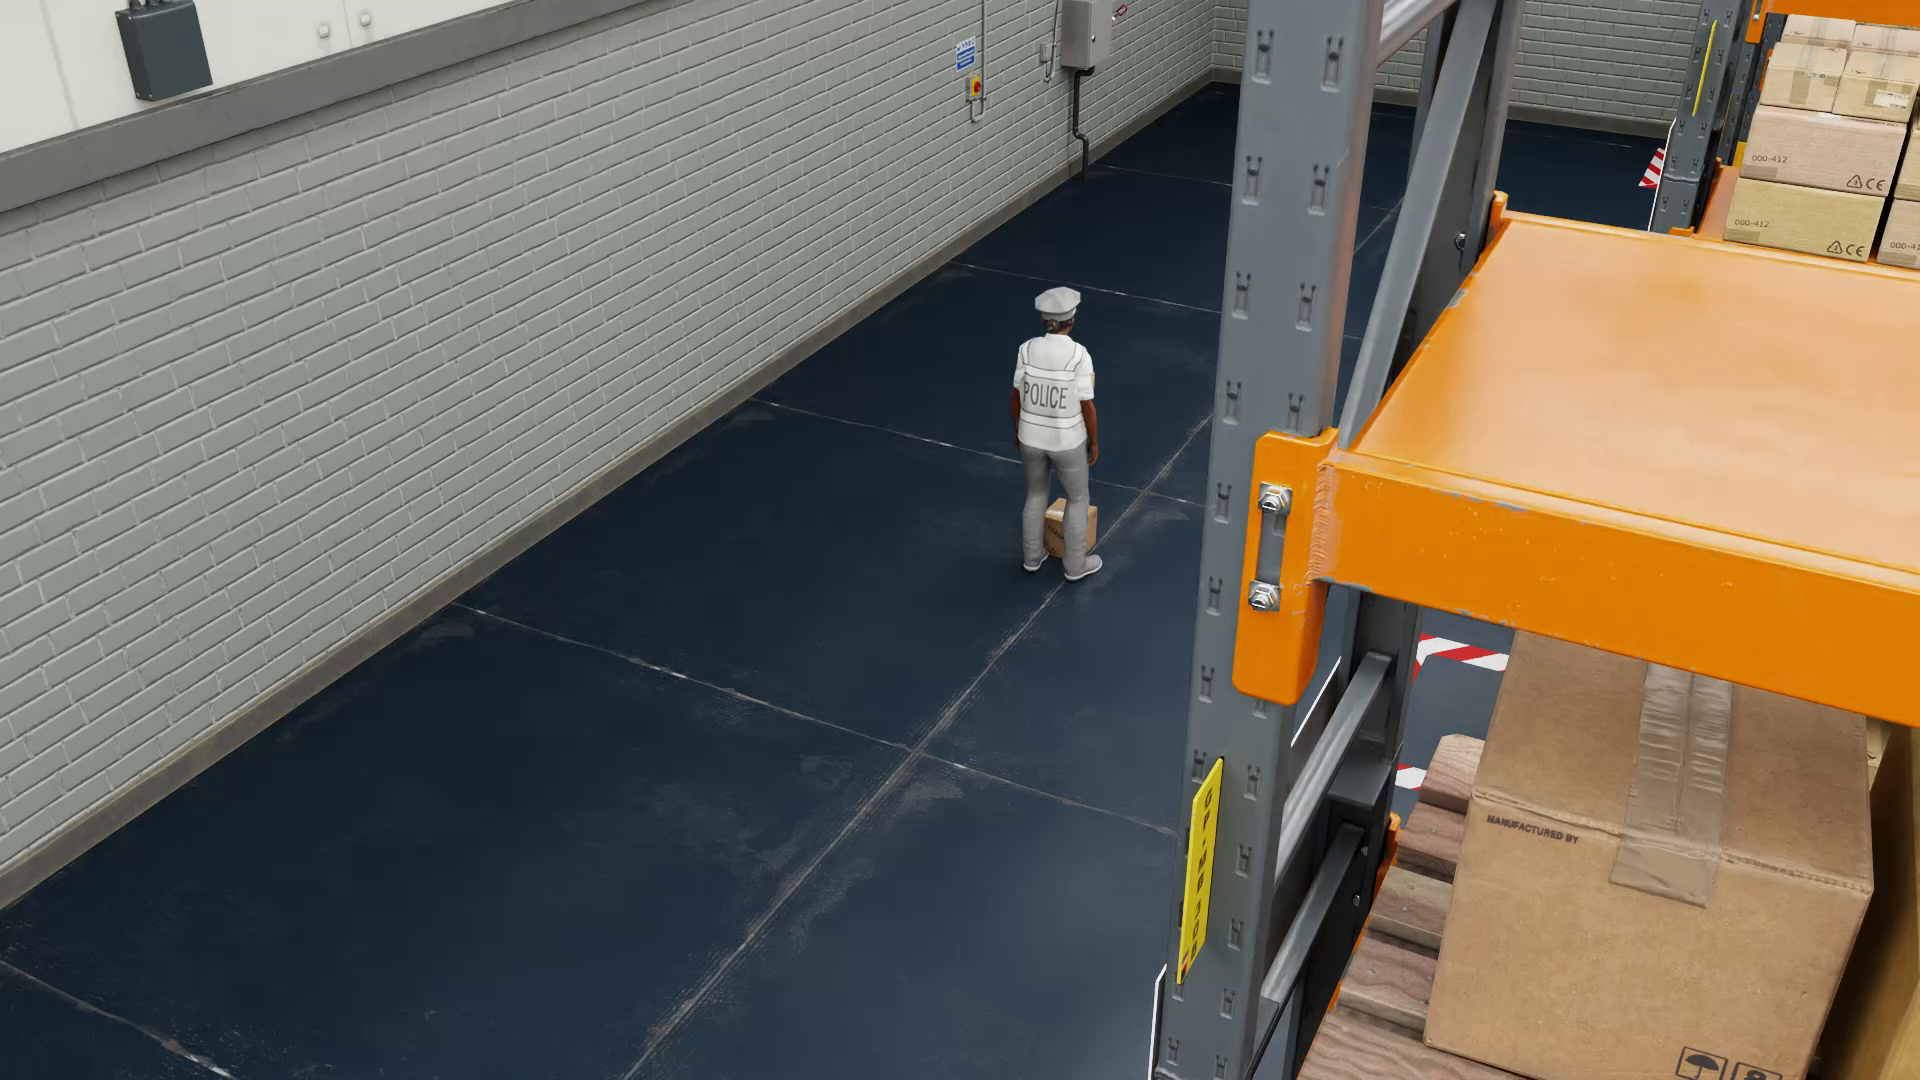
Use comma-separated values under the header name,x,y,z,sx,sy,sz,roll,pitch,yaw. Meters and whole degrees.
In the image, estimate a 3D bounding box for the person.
name,x,y,z,sx,sy,sz,roll,pitch,yaw
person,0.540,-0.565,9.251,0.532,1.663,0.382,13,33,21
